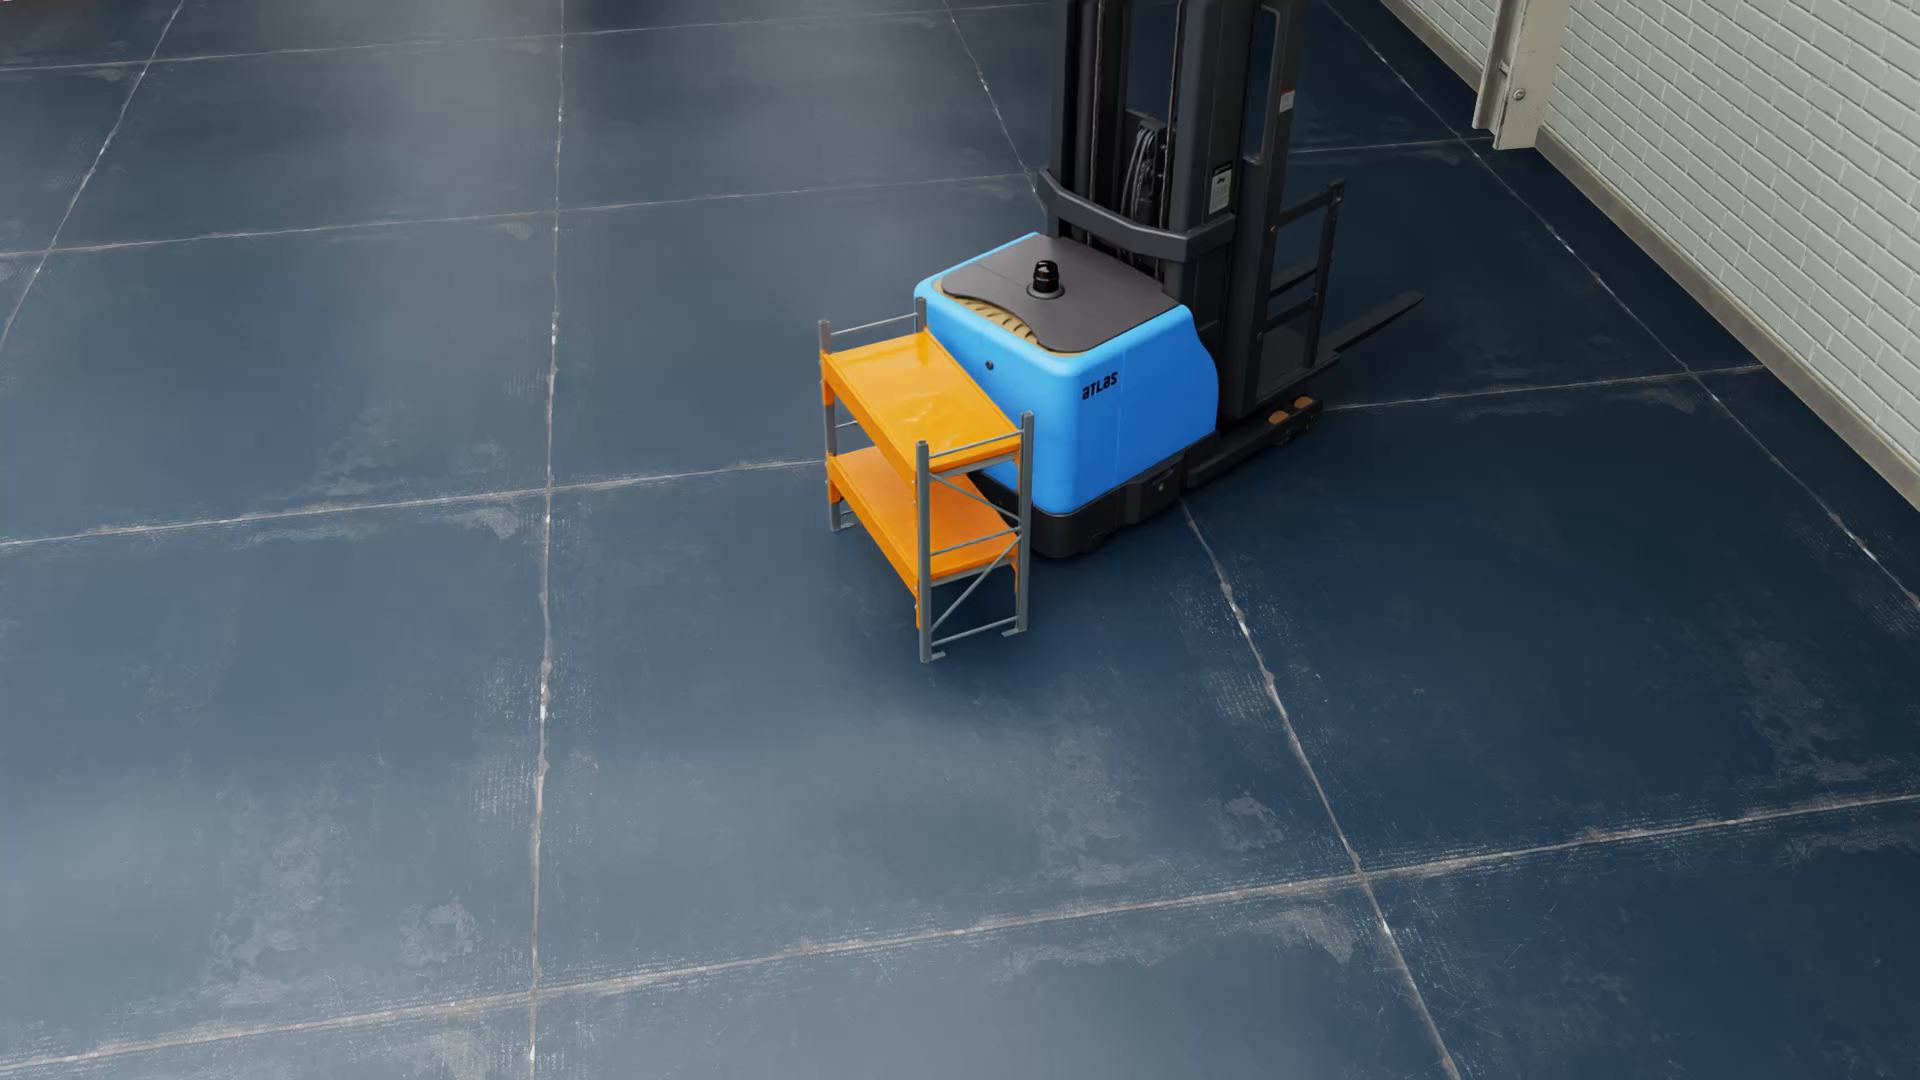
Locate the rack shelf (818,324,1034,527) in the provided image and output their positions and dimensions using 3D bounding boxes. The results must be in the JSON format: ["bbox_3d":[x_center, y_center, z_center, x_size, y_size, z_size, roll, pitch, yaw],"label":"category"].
[{"bbox_3d":[-0.159,-0.504,7.005,0.538,0.278,1.000,-16,41,-20],"label":"rack shelf"}]

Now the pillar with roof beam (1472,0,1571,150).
[{"bbox_3d":[-0.543,-5.832,7.922,9.100,9.000,0.400,-6,38,-8],"label":"pillar with roof beam"}]

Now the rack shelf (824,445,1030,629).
[{"bbox_3d":[-0.159,-0.080,7.335,0.538,0.278,1.000,-16,41,-20],"label":"rack shelf"}]

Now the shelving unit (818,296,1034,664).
[{"bbox_3d":[-0.159,-0.273,7.185,0.538,1.125,1.048,-16,41,-20],"label":"shelving unit"}]

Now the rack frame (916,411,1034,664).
[{"bbox_3d":[0.061,0.008,6.823,0.500,1.125,0.032,-16,41,-20],"label":"rack frame"}]

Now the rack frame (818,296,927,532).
[{"bbox_3d":[-0.379,-0.554,7.547,0.500,1.125,0.032,-16,41,-20],"label":"rack frame"}]

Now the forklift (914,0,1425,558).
[{"bbox_3d":[1.206,-1.853,7.746,3.031,2.935,1.130,-29,46,-32],"label":"forklift"}]
